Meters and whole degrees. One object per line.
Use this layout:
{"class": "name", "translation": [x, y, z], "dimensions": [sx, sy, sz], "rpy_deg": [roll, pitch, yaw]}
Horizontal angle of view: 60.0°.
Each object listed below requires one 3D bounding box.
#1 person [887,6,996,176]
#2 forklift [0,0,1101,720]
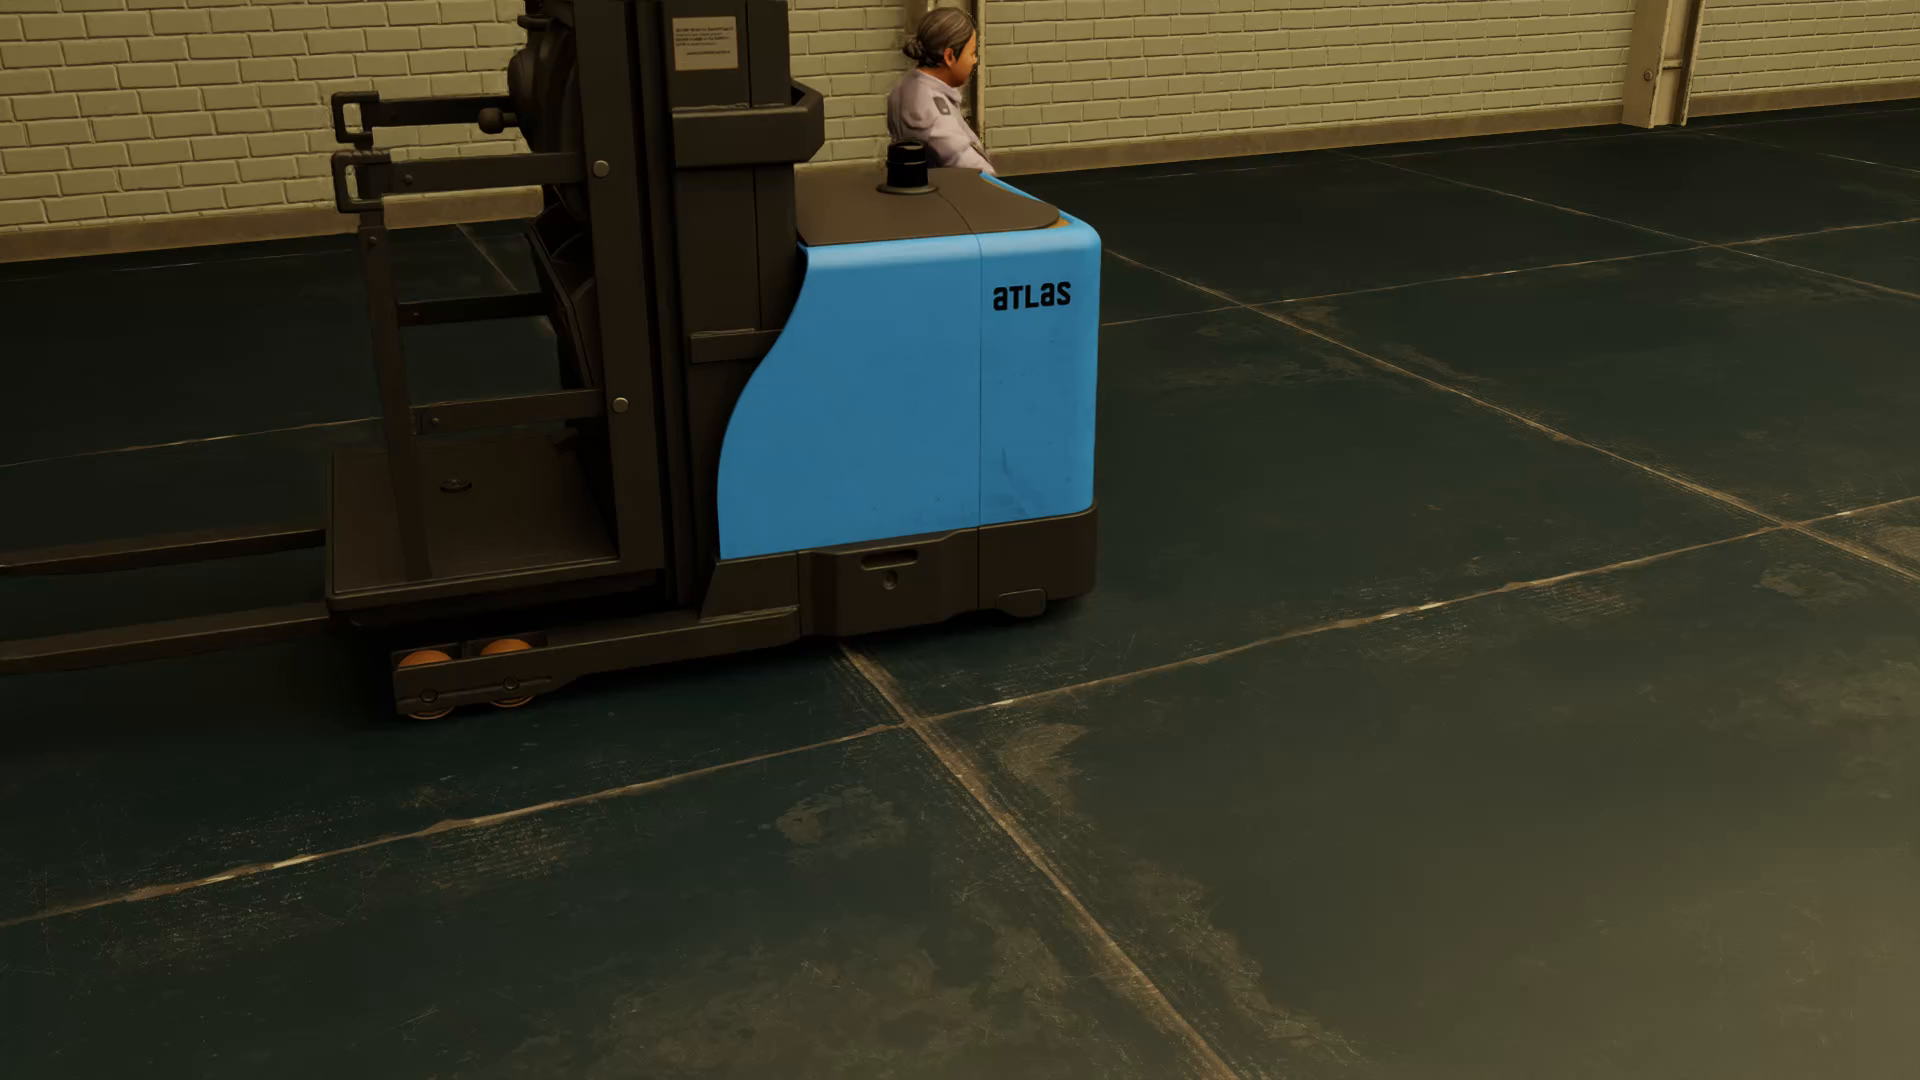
{"class": "person", "translation": [0.080, -0.985, 5.590], "dimensions": [0.594, 1.556, 0.779], "rpy_deg": [-6, 23, -13]}
{"class": "forklift", "translation": [-1.197, -1.143, 4.037], "dimensions": [3.031, 2.935, 1.130], "rpy_deg": [-8, 24, -18]}
